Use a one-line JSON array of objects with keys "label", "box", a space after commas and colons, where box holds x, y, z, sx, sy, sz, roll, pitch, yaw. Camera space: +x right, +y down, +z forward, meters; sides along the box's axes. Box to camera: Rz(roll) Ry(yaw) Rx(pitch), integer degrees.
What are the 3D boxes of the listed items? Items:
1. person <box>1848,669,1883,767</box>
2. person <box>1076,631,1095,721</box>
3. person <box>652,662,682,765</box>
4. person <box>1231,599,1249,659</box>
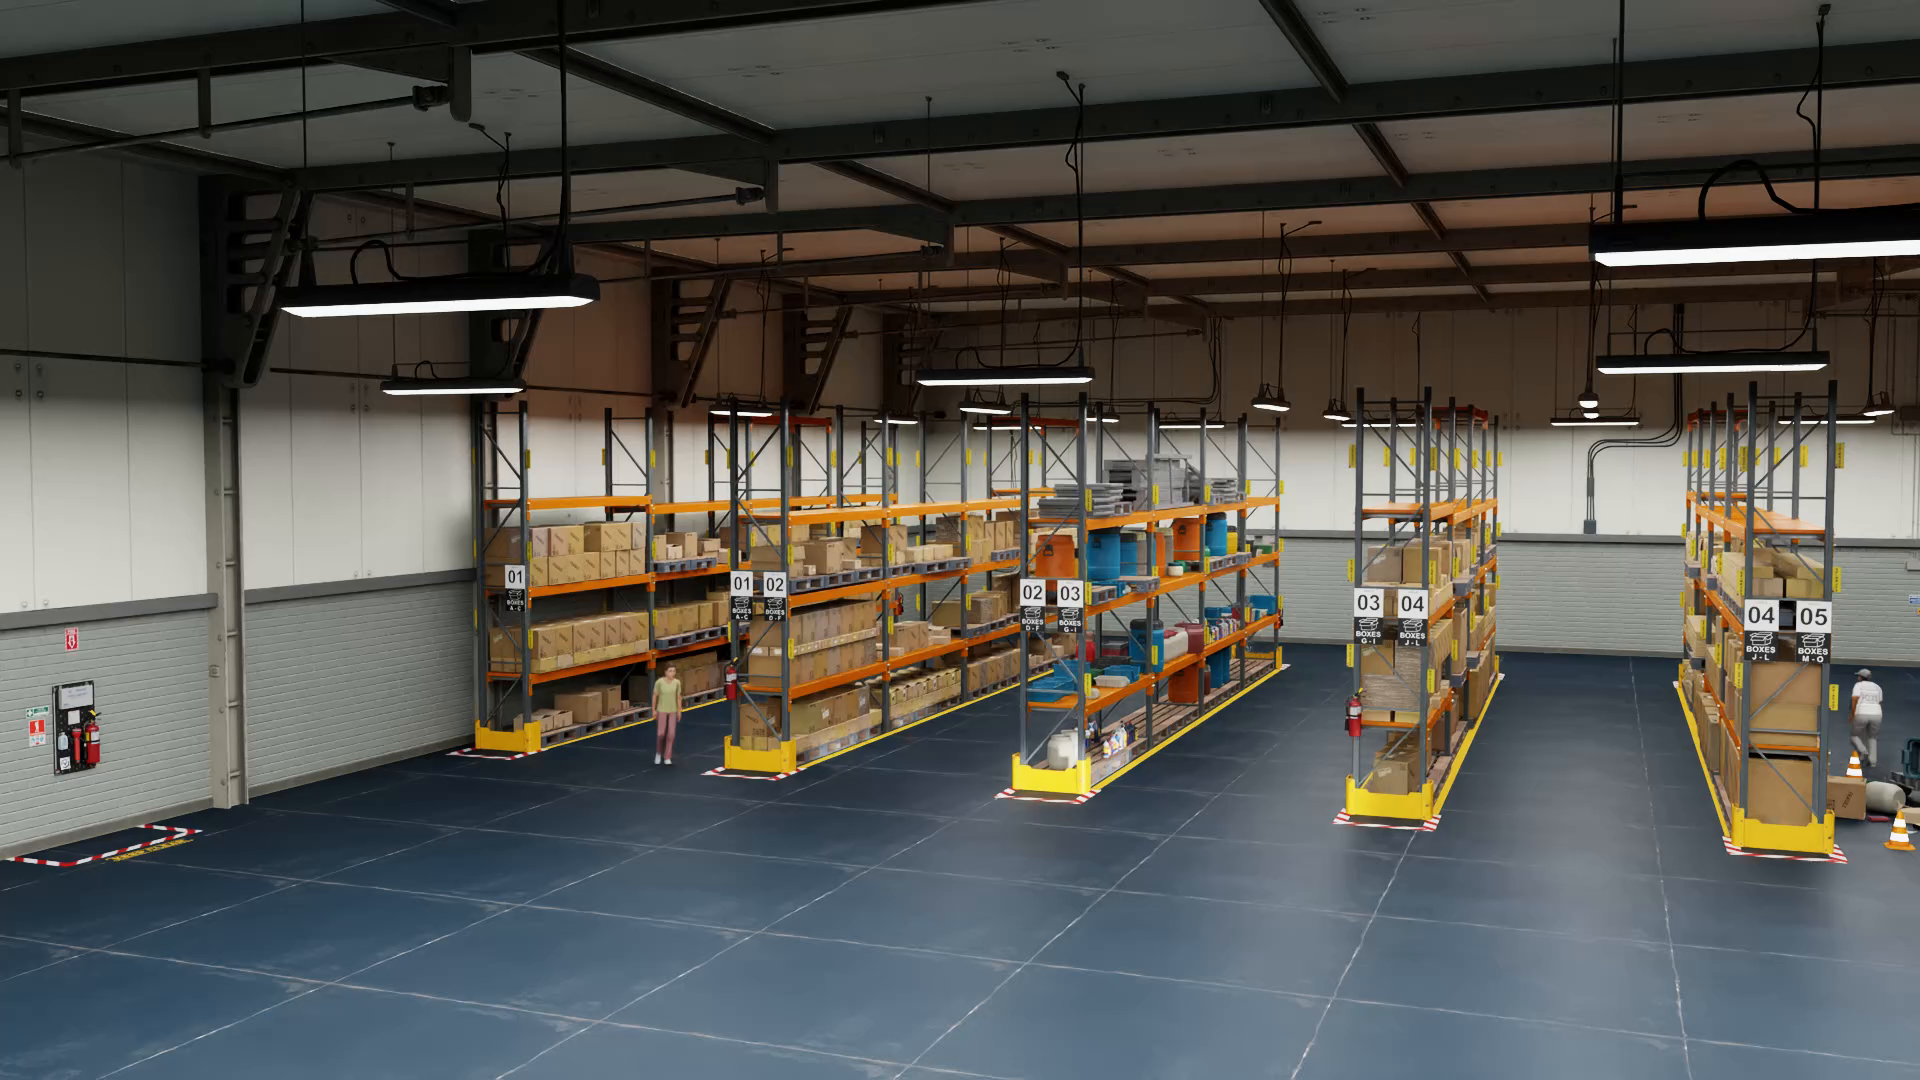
[{"label": "person", "box": [14.833, 2.903, 27.232, 0.551, 1.563, 0.696, 1, 3, 13]}, {"label": "person", "box": [2.465, 2.627, 31.804, 0.545, 1.784, 0.599, 1, 3, 15]}, {"label": "person", "box": [-4.781, 2.834, 27.202, 0.476, 1.675, 0.436, -1, 3, -24]}, {"label": "person", "box": [6.983, 2.134, 41.375, 0.560, 1.675, 0.485, -1, 3, -21]}]
